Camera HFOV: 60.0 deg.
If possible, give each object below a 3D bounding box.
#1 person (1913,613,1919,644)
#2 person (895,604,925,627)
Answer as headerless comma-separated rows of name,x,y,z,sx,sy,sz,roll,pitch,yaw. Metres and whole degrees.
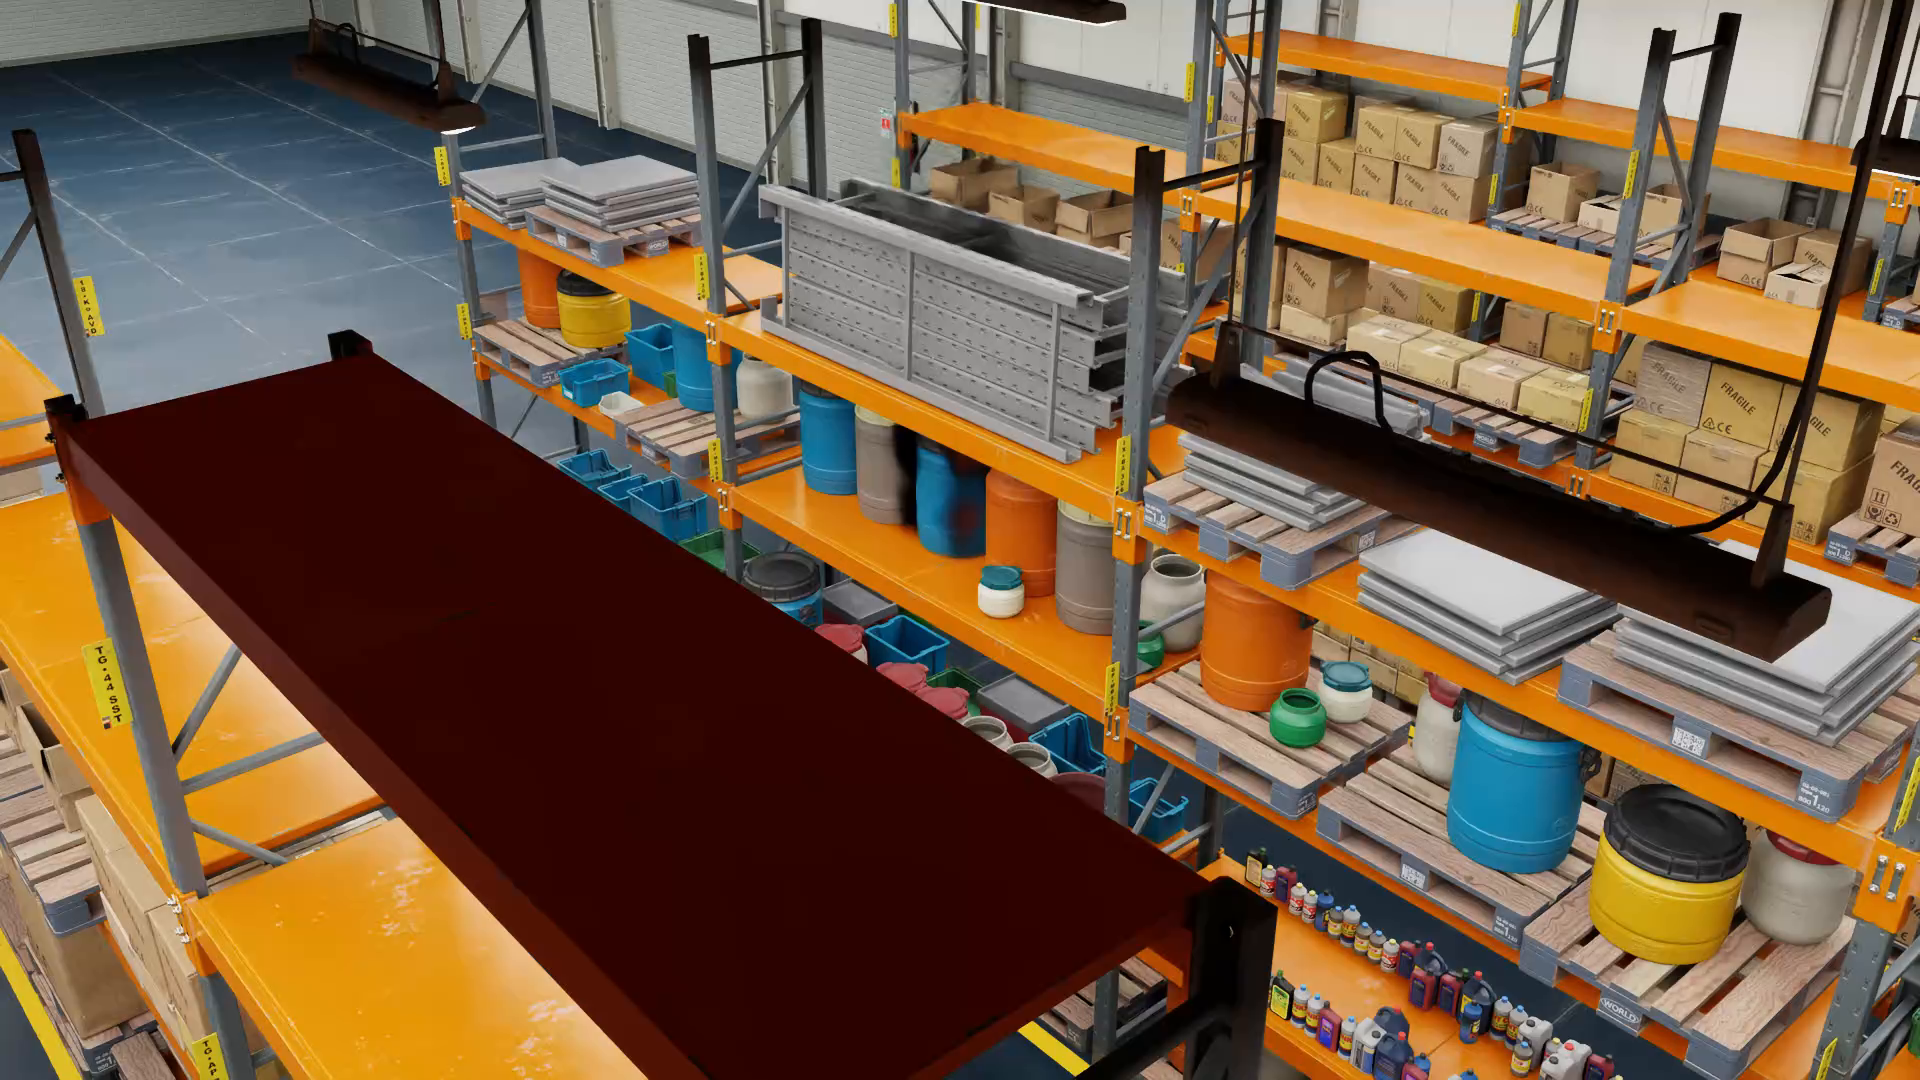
person,8.121,0.900,13.806,0.973,1.768,0.643,18,32,31
person,-0.407,0.511,14.586,0.875,1.844,0.643,19,33,33
